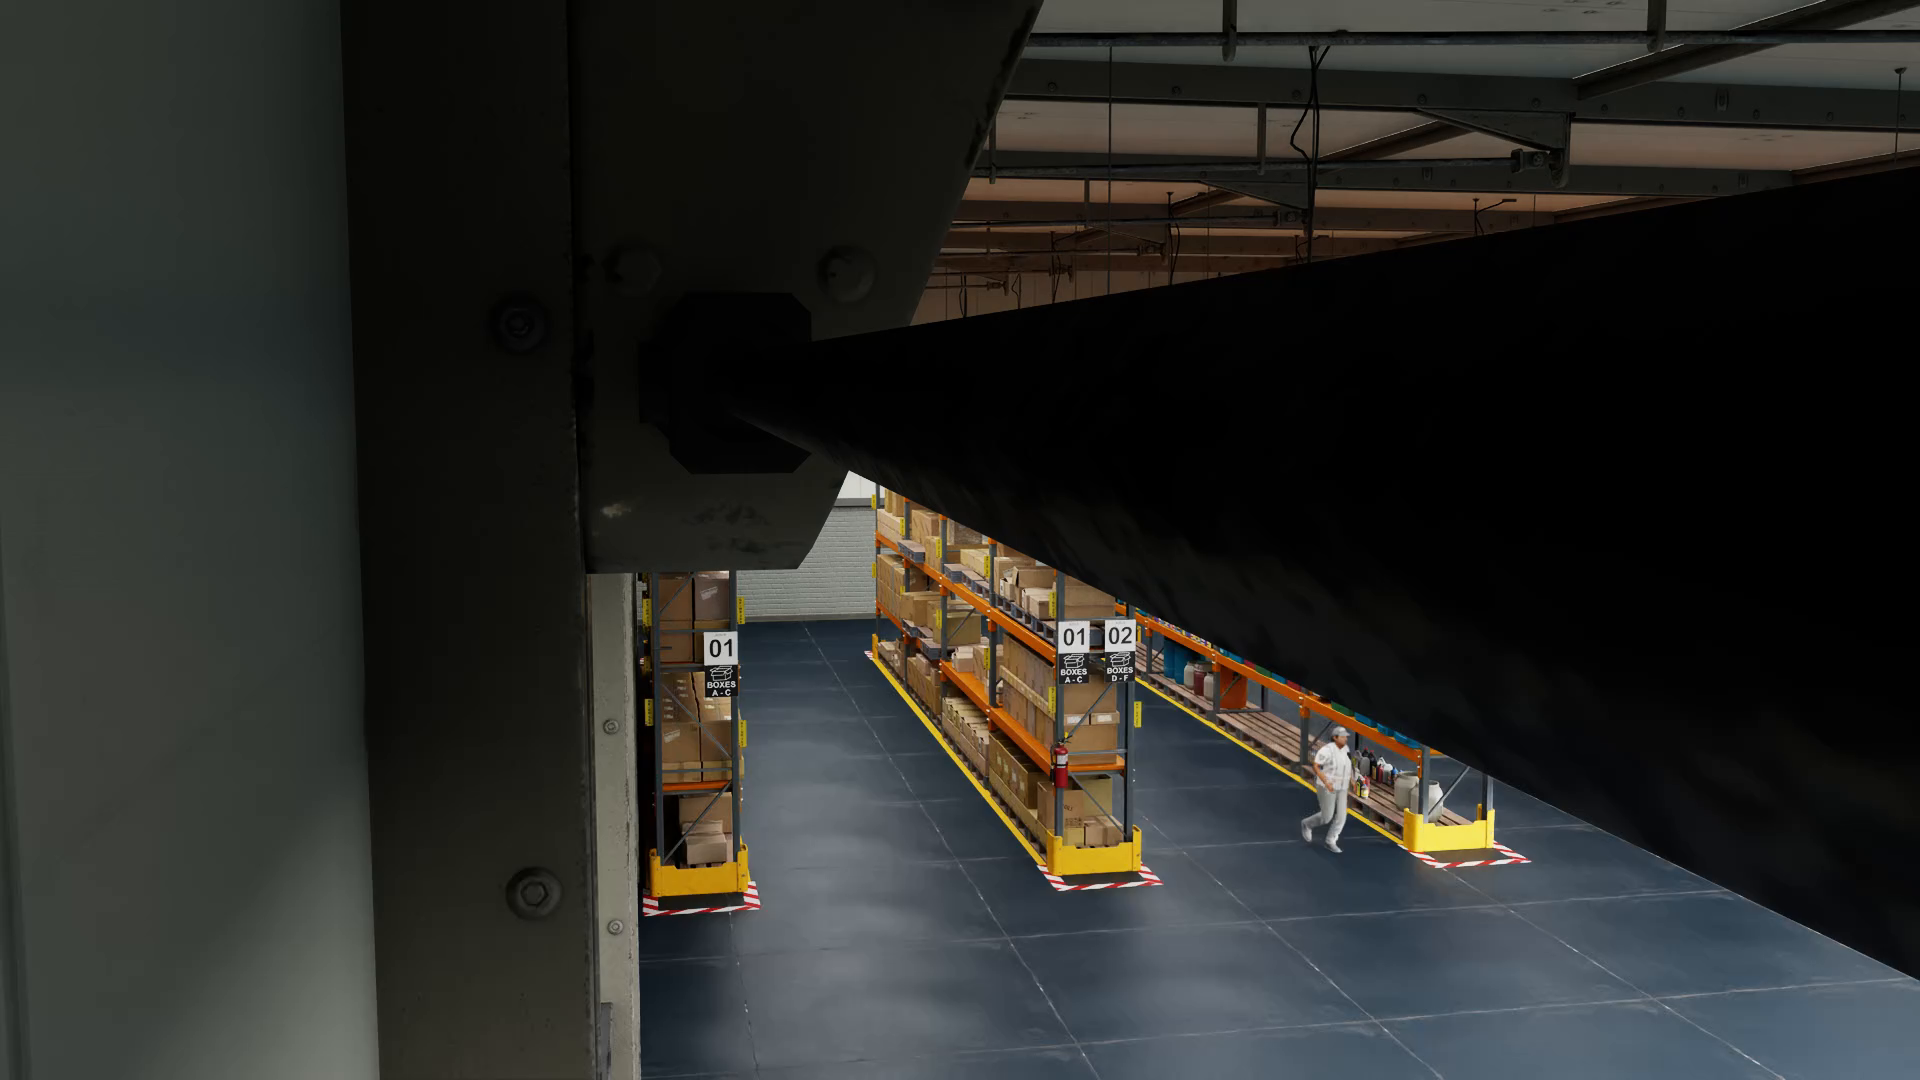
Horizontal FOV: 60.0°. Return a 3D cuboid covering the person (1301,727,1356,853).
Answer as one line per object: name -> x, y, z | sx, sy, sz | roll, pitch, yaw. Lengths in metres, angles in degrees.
person -> 4.946, 3.267, 22.055 | 0.644, 1.626, 0.627 | -3, 7, -28
